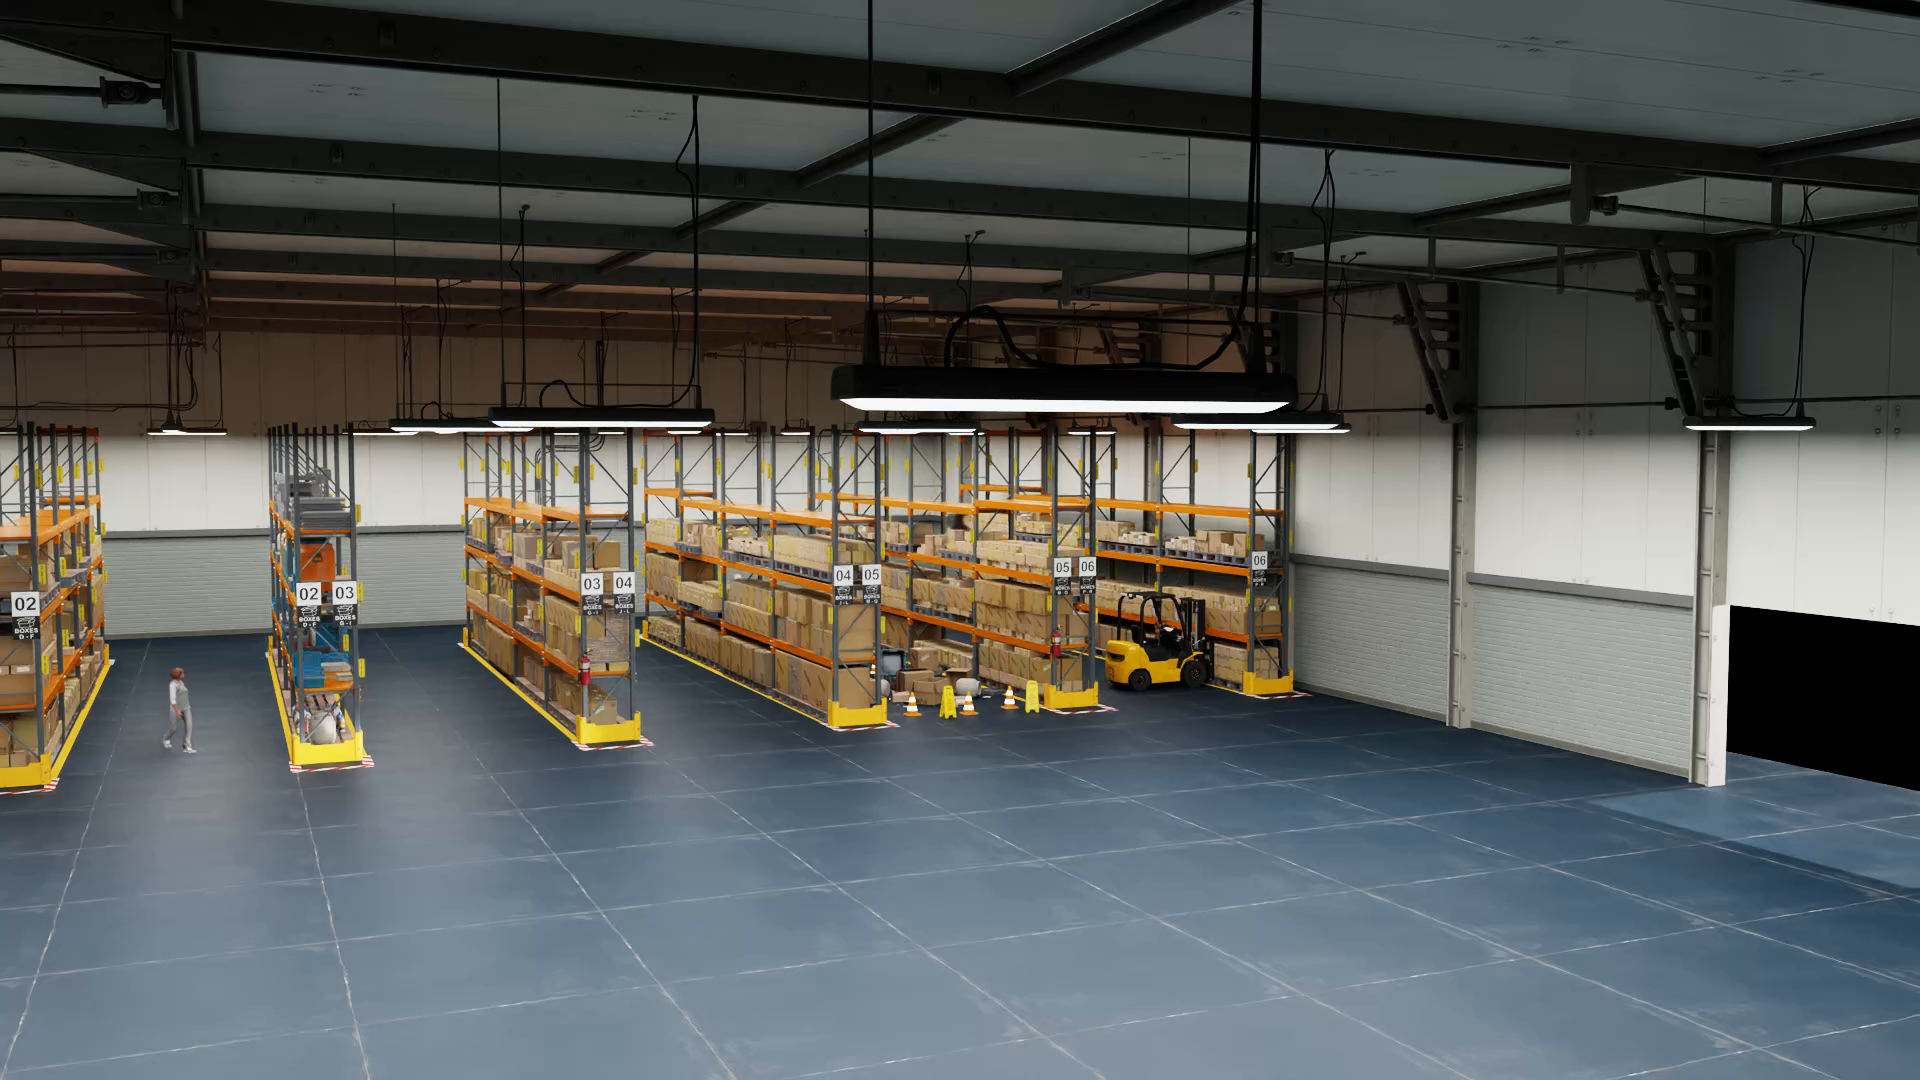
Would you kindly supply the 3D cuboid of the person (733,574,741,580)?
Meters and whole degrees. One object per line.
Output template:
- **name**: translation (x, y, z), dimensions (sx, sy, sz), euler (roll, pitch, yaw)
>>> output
- **person**: translation (-6.423, 1.883, 48.246), dimensions (0.445, 1.801, 0.576), euler (-1, 4, -21)

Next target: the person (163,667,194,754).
- **person**: translation (-14.237, 3.085, 30.265), dimensions (0.805, 1.552, 0.393), euler (3, 5, 42)
